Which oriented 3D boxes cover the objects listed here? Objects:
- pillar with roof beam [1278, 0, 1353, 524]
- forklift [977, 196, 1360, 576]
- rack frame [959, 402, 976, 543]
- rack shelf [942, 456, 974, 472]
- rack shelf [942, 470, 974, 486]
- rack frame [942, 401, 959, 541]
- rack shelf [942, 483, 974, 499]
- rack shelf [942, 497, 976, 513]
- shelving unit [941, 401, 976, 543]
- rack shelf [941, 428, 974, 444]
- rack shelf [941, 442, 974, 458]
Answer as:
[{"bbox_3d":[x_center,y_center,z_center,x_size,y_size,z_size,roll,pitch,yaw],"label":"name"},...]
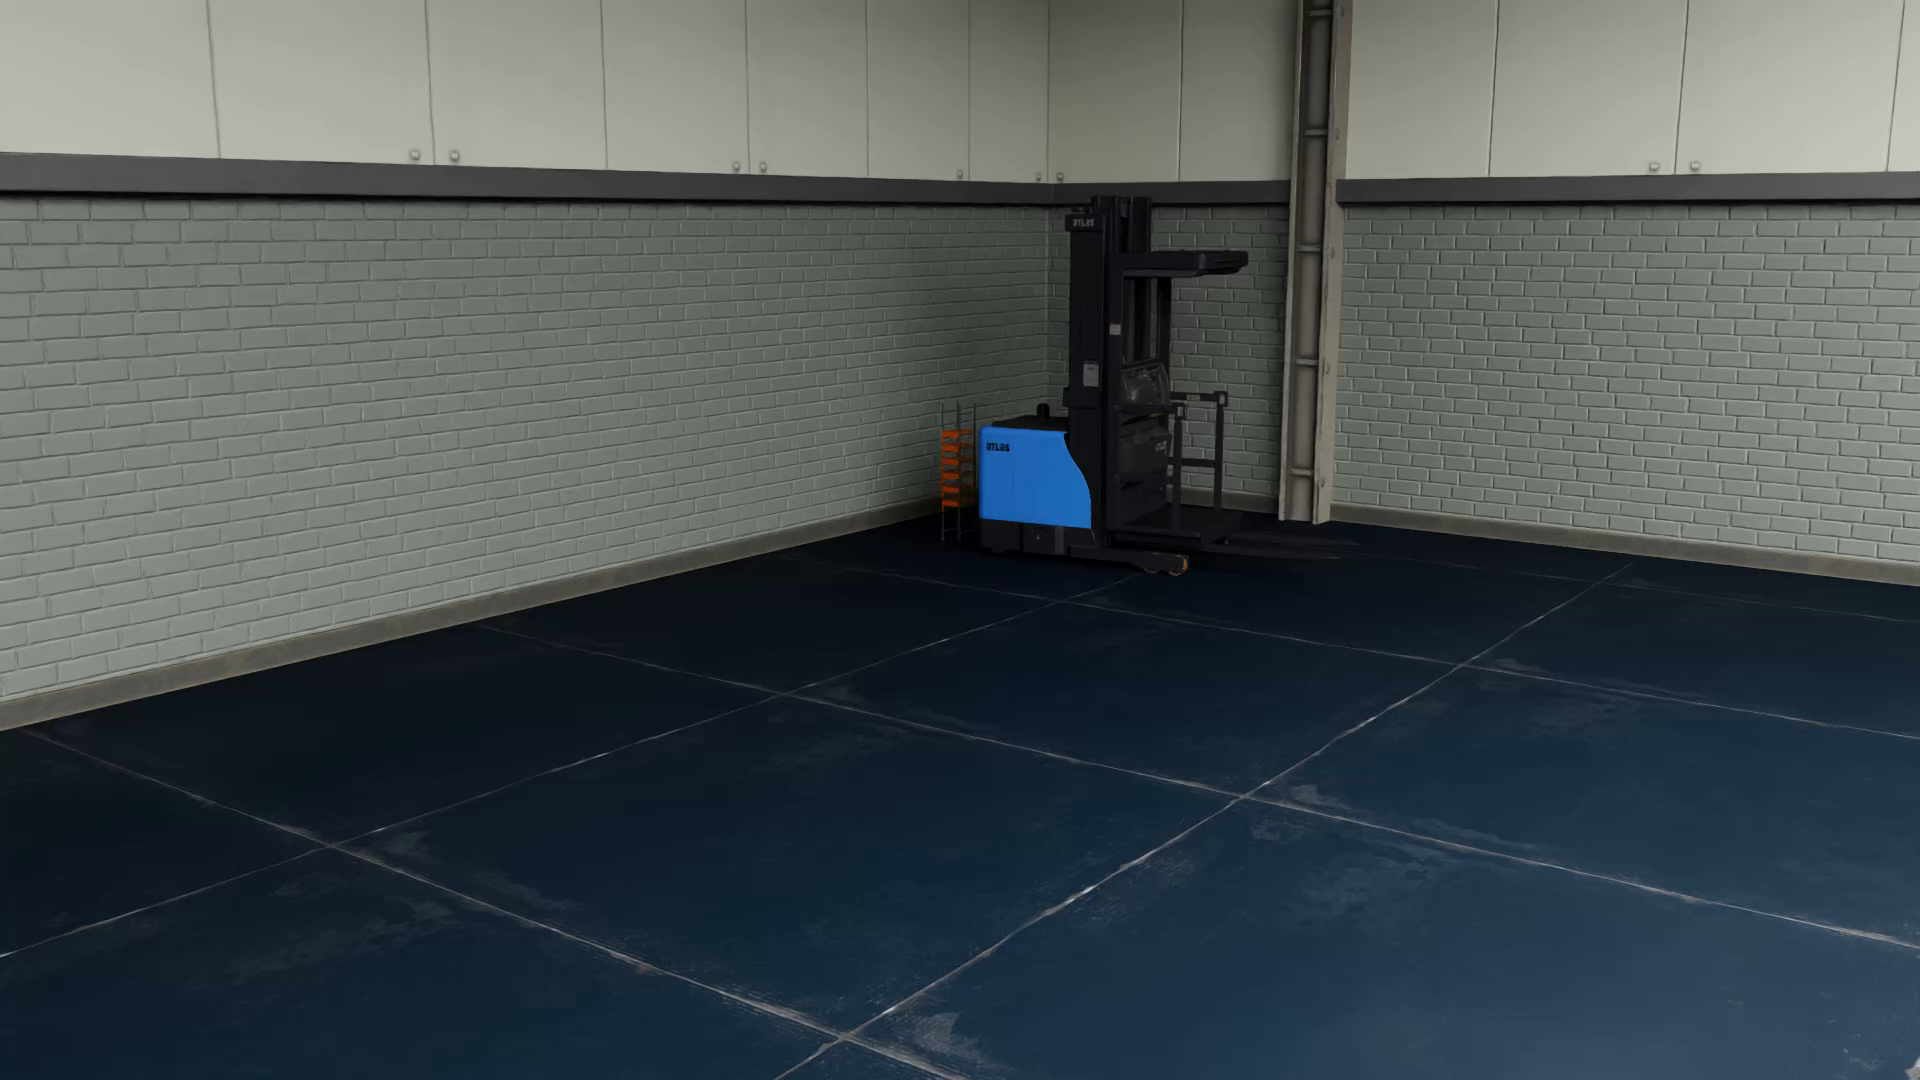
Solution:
[{"bbox_3d":[0.663,-3.948,11.243,0.400,9.000,9.100,8,13,36],"label":"pillar with roof beam"},{"bbox_3d":[1.686,-1.271,13.382,3.031,2.935,1.130,6,12,27],"label":"forklift"},{"bbox_3d":[0.062,-0.580,14.371,0.006,1.200,0.240,8,13,36],"label":"rack frame"},{"bbox_3d":[-0.012,-0.665,14.410,0.180,0.103,0.258,8,13,36],"label":"rack shelf"},{"bbox_3d":[-0.012,-0.547,14.433,0.180,0.103,0.258,8,13,36],"label":"rack shelf"},{"bbox_3d":[-0.085,-0.601,14.477,0.006,1.200,0.240,8,13,36],"label":"rack frame"},{"bbox_3d":[-0.012,-0.429,14.455,0.180,0.103,0.258,8,13,36],"label":"rack shelf"},{"bbox_3d":[-0.012,-0.311,14.478,0.180,0.103,0.258,8,13,36],"label":"rack shelf"},{"bbox_3d":[-0.012,-0.591,14.424,0.189,1.200,0.258,8,13,36],"label":"shelving unit"},{"bbox_3d":[-0.012,-0.901,14.364,0.180,0.103,0.258,8,13,36],"label":"rack shelf"},{"bbox_3d":[-0.012,-0.783,14.387,0.180,0.103,0.258,8,13,36],"label":"rack shelf"}]
